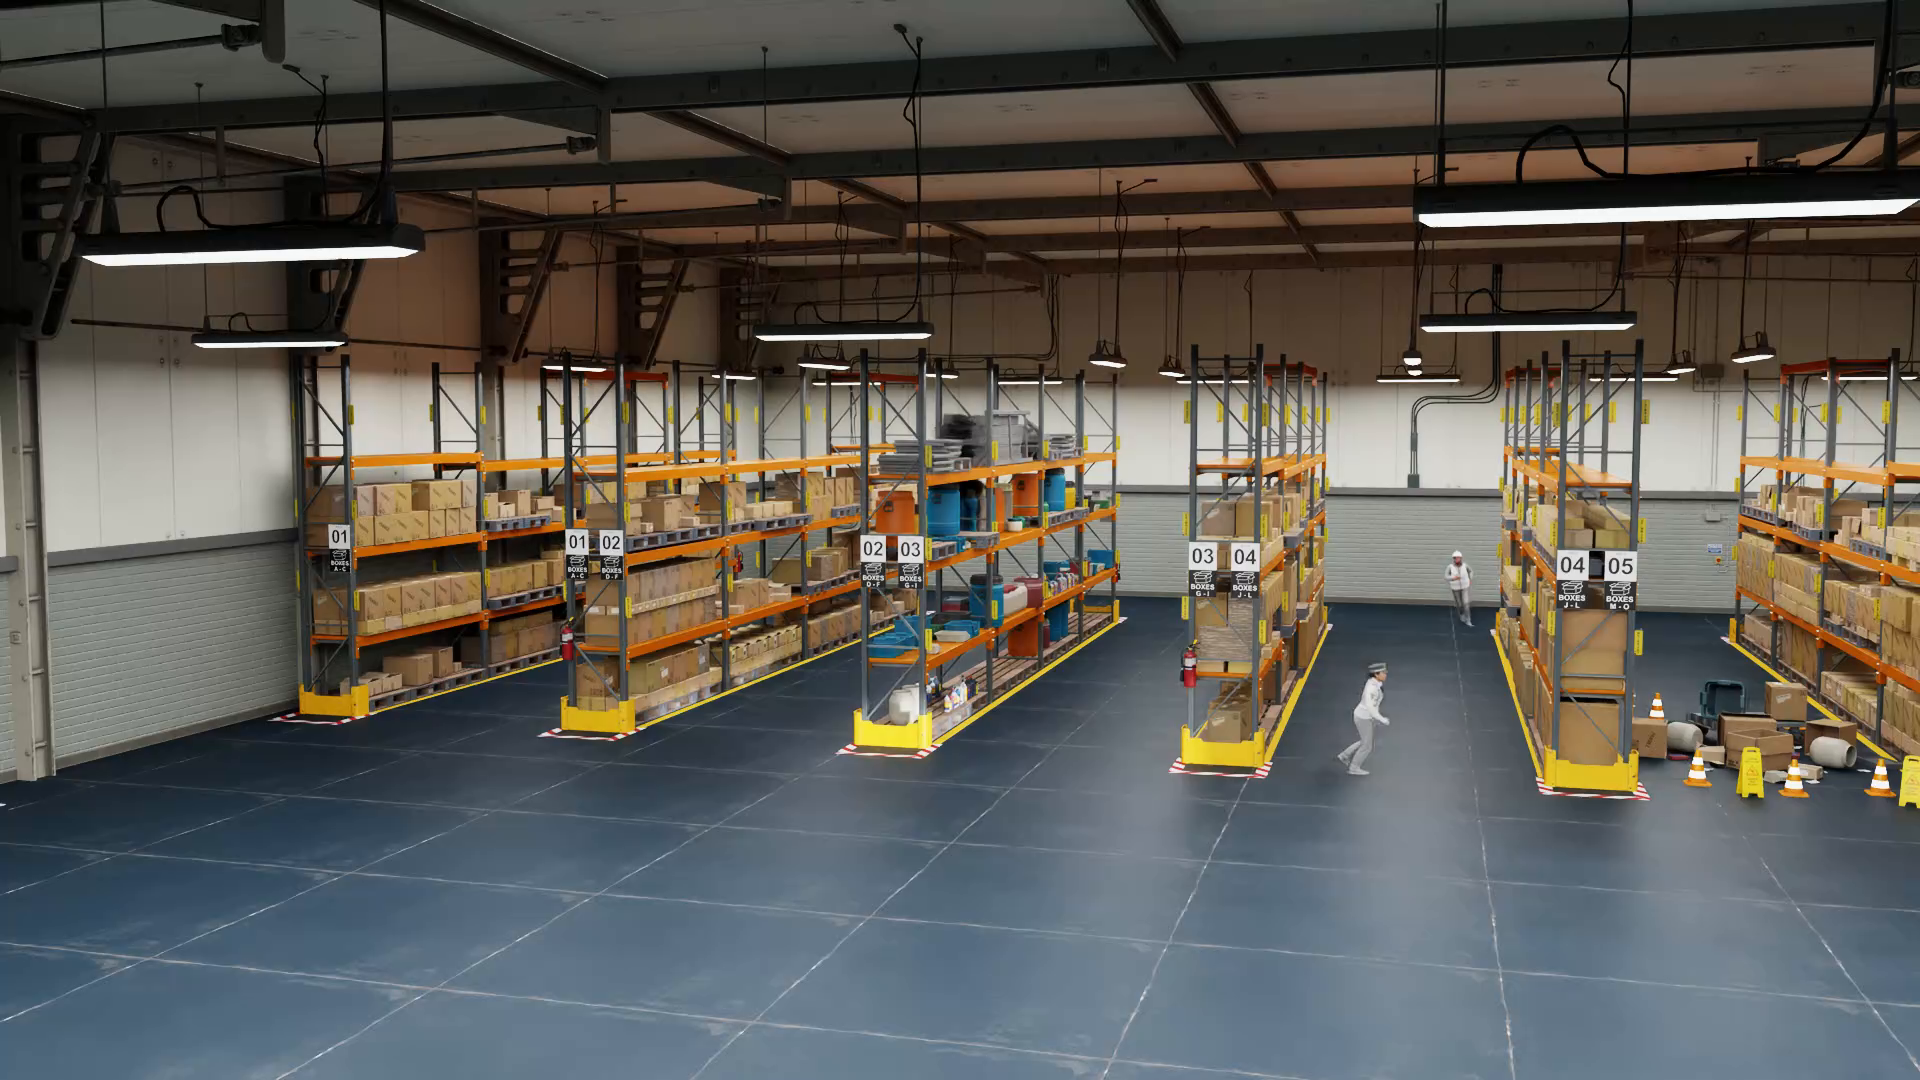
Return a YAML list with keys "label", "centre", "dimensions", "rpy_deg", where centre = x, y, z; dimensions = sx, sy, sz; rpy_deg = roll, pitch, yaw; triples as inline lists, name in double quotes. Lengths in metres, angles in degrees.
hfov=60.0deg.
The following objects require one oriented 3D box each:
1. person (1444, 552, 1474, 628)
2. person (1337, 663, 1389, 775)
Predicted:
- label: "person"
  centre: [11.913, 1.155, 39.723]
  dimensions: [0.686, 1.767, 0.913]
  rpy_deg: [1, 4, 12]
- label: "person"
  centre: [5.597, 2.473, 23.067]
  dimensions: [0.722, 1.600, 0.580]
  rpy_deg: [2, 5, 22]
